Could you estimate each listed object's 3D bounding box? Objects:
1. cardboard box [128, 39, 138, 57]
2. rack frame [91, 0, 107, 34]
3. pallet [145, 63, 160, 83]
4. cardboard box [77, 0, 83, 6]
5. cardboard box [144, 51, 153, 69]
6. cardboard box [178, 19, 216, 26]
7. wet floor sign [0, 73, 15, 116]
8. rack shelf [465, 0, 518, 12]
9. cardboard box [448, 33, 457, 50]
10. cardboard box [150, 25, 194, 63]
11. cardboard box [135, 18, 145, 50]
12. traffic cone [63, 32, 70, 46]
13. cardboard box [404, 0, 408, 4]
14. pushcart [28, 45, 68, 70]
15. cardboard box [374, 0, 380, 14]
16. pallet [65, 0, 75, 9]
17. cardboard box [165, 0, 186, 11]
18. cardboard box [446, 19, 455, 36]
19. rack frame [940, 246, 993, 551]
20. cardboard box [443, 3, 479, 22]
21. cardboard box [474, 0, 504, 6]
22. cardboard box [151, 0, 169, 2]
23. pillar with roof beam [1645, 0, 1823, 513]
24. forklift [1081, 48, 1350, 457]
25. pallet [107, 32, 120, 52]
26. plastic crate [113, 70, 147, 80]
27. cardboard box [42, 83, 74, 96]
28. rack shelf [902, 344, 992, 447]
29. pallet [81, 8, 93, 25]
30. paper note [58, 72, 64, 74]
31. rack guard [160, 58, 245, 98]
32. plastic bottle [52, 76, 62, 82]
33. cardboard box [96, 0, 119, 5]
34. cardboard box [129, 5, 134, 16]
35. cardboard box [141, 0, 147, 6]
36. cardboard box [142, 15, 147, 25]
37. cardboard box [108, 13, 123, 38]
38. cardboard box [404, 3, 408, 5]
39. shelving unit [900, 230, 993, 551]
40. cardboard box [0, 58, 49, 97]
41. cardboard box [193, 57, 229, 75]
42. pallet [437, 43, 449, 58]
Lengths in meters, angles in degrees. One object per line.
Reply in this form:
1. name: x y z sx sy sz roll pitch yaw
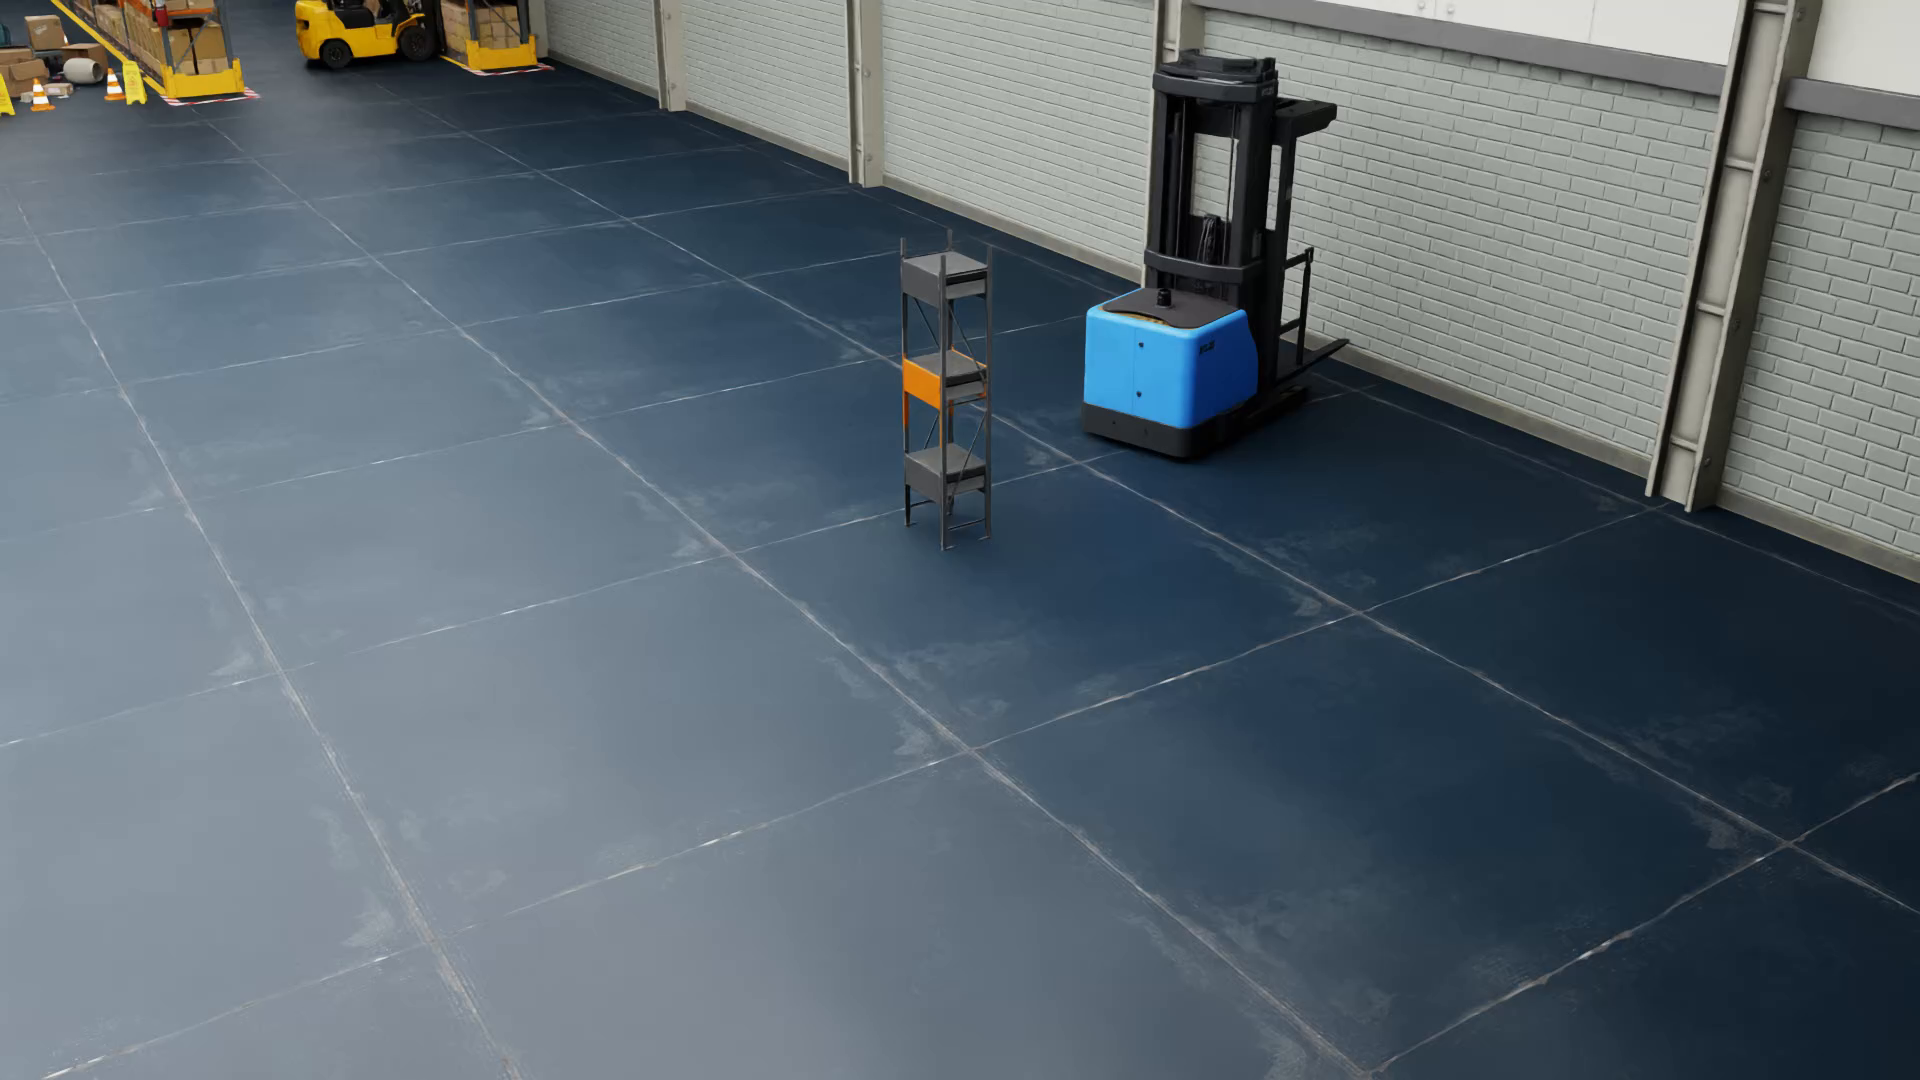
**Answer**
1. cardboard box: -14.369 -8.732 29.424 0.500 0.250 0.500 -17 30 -32
2. rack frame: -16.648 -11.490 32.537 1.000 3.000 0.127 -16 29 -30
3. pallet: -13.399 -8.129 28.685 1.003 0.211 1.213 -16 29 -30
4. cardboard box: -18.427 -11.946 35.502 0.875 0.875 0.875 -15 29 -28
5. cardboard box: -13.514 -8.174 28.243 0.500 0.250 0.500 -17 30 -31
6. cardboard box: -12.792 -8.461 27.973 0.500 0.500 0.500 -17 30 -31
7. wet floor sign: -14.699 -6.825 25.414 0.267 0.644 0.232 -22 33 -38
8. rack shelf: -9.216 -10.176 30.598 1.077 0.370 4.000 -16 29 -30
9. cardboard box: -8.909 -9.007 30.008 0.500 0.250 0.500 -16 29 -30
10. cardboard box: -12.937 -8.140 27.292 0.500 0.500 0.500 -15 29 -29
11. cardboard box: -13.785 -8.696 28.470 0.500 0.500 0.500 -14 29 -27
12. traffic cone: -16.315 -9.029 30.297 0.336 0.463 0.334 -16 29 -30
13. cardboard box: -10.307 -10.370 31.722 0.500 0.250 0.500 -16 30 -30
14. pushcart: -16.348 -8.324 28.903 0.936 0.377 1.648 18 31 33
15. cardboard box: -11.432 -11.065 33.927 0.875 0.625 0.625 -17 30 -32
16. pallet: -19.182 -11.950 36.778 1.003 0.211 1.213 -16 29 -30
17. cardboard box: -12.665 -8.599 26.707 0.380 0.149 0.250 -14 29 -28
18. cardboard box: -8.917 -9.242 29.920 0.500 0.250 0.500 -16 30 -30
19. rack frame: 0.043 -0.921 11.205 0.400 2.100 0.015 -16 29 -30
20. cardboard box: -8.921 -9.458 29.792 0.500 0.250 0.500 -15 29 -29
21. cardboard box: -8.504 -9.579 30.048 0.500 0.250 0.500 -15 29 -29
22. cardboard box: -12.808 -8.938 26.666 0.500 0.500 0.500 -16 30 -30
23. pillar with roof beam: 1.745 -3.371 8.312 9.100 9.000 0.400 -16 29 -30
24. forklift: 2.303 -2.524 13.625 1.130 2.935 3.031 19 31 35
25. pallet: -15.561 -9.513 31.616 1.003 0.211 1.213 -16 29 -30
26. plastic crate: -14.295 -7.986 28.536 0.583 0.080 0.402 18 31 33
27. cardboard box: -14.689 -7.337 27.080 0.380 0.149 0.250 -1 25 -3
28. rack shelf: -0.090 -0.996 11.395 0.431 0.518 0.480 -16 29 -30
29. pallet: -17.678 -10.964 34.691 1.003 0.211 1.213 -16 29 -30
30. paper note: -15.605 -8.129 28.897 0.148 0.019 0.142 -16 29 -30
31. rack guard: -12.323 -7.525 27.067 1.175 0.500 0.348 -16 29 -30
32. plastic bottle: -15.332 -7.832 28.230 0.133 0.061 0.283 -10 27 -21
33. cardboard box: -16.956 -10.985 33.466 0.875 0.875 0.875 -16 30 -30
34. cardboard box: -14.069 -9.122 28.612 0.380 0.149 0.250 -14 29 -28
35. cardboard box: -13.184 -8.845 27.230 0.380 0.149 0.250 -15 29 -29
36. cardboard box: -13.328 -8.639 27.590 0.380 0.149 0.250 -15 29 -29
37. cardboard box: -15.530 -9.752 31.443 0.950 0.372 0.625 -14 29 -28
38. cardboard box: -10.303 -10.145 31.832 0.500 0.250 0.500 -16 29 -30
39. shelving unit: -0.090 -1.009 11.390 0.431 2.100 0.503 -16 29 -30
40. cardboard box: -15.361 -7.538 27.090 0.637 0.503 0.797 7 26 15
41. cardboard box: -12.490 -7.928 27.721 0.500 0.250 0.500 -16 30 -30
42. pallet: -9.239 -9.225 31.007 1.003 0.211 1.213 -16 29 -30
